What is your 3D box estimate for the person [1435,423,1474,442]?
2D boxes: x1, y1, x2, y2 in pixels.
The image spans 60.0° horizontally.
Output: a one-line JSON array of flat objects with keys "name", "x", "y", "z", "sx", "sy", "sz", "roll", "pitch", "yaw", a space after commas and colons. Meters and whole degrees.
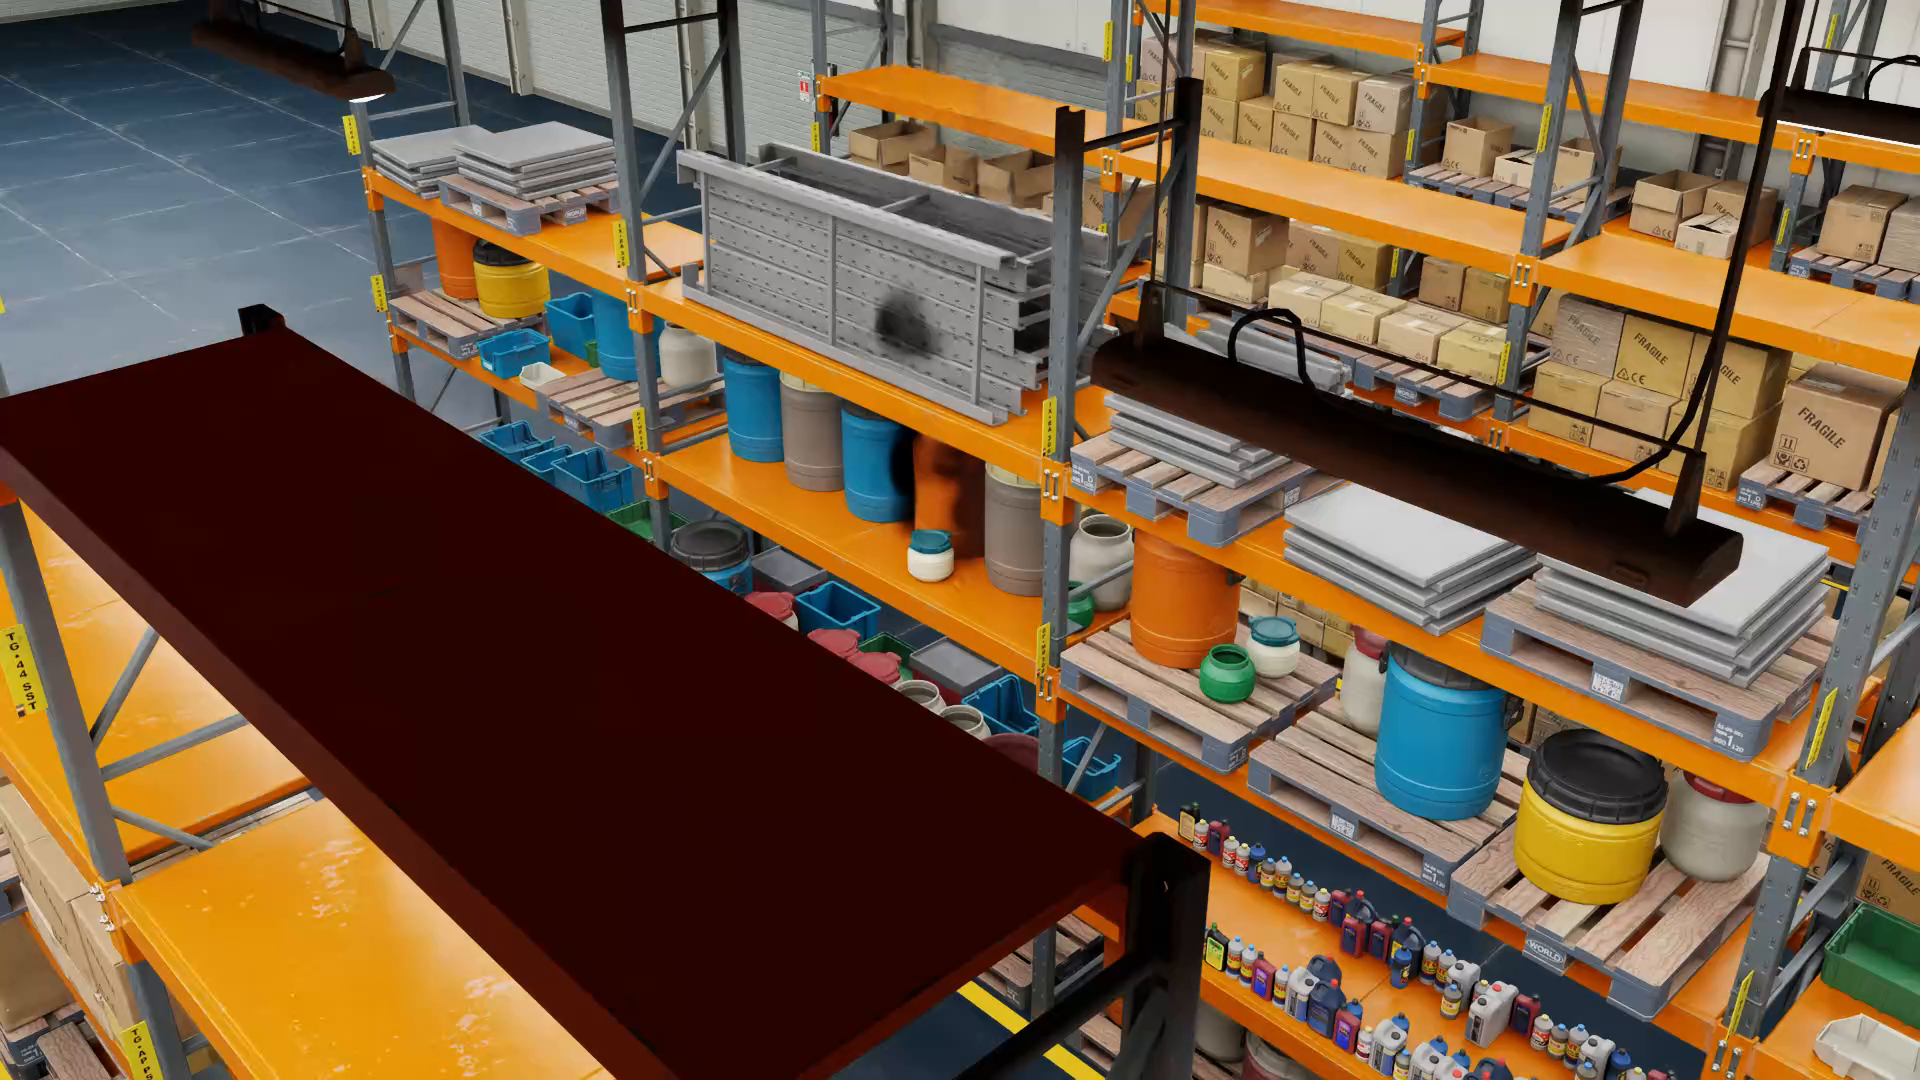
[{"name": "person", "x": 4.696, "y": -0.557, "z": 16.169, "sx": 0.613, "sy": 1.660, "sz": 0.726, "roll": -25, "pitch": 37, "yaw": -38}]
